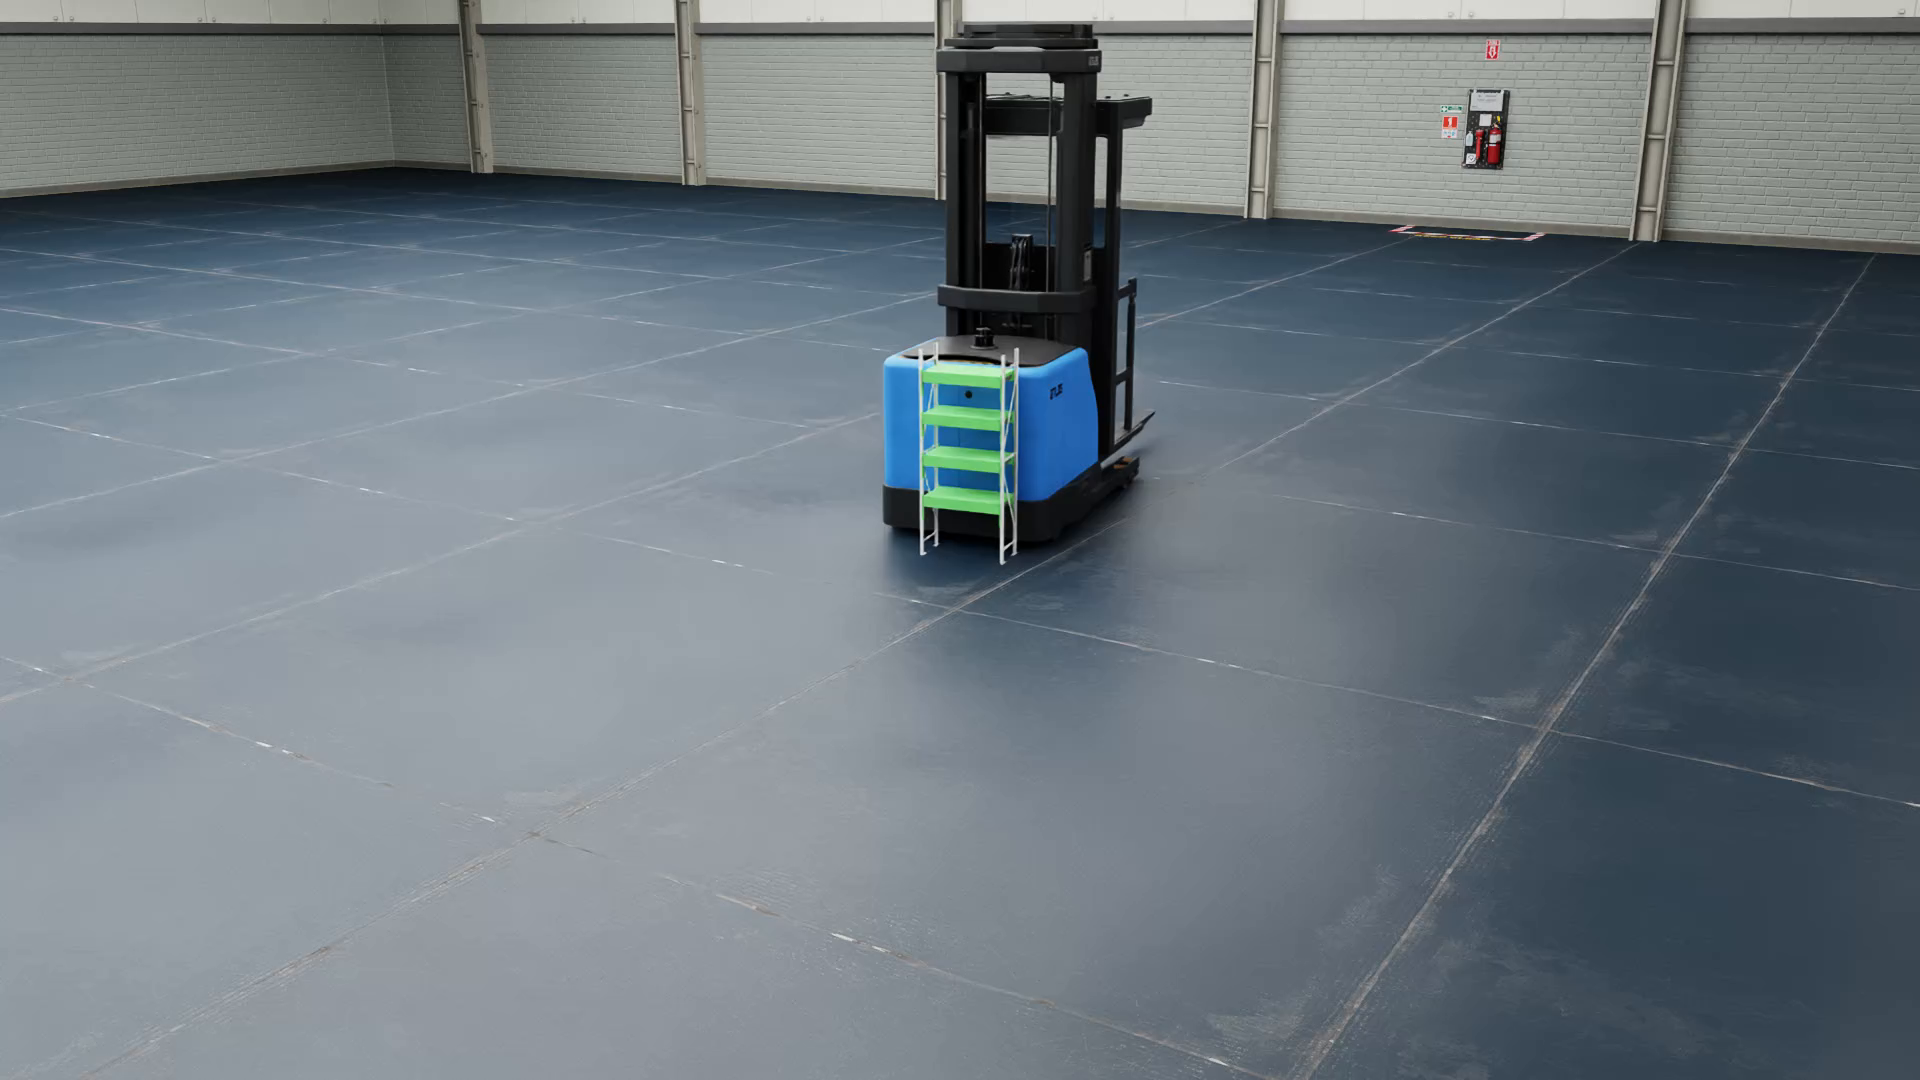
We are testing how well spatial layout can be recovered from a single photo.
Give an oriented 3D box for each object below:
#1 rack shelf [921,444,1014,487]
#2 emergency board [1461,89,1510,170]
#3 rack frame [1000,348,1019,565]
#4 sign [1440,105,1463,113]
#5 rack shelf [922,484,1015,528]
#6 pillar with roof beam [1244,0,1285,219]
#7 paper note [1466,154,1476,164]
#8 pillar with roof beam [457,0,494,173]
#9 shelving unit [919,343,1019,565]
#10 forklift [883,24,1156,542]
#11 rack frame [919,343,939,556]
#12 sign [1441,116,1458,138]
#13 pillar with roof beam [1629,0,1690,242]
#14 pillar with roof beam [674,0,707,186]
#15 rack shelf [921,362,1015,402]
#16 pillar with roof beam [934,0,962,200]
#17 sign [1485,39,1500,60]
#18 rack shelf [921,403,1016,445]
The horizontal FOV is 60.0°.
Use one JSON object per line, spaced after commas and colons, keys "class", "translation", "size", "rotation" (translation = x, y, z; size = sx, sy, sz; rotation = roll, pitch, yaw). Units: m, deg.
{"class": "rack shelf", "translation": [0.050, -0.428, 9.444], "size": [0.480, 0.148, 0.258], "rotation": [7, 18, 21]}
{"class": "emergency board", "translation": [7.934, -6.209, 25.160], "size": [0.643, 1.169, 0.194], "rotation": [10, 20, 30]}
{"class": "rack frame", "translation": [0.277, -0.463, 9.340], "size": [0.015, 1.200, 0.240], "rotation": [7, 18, 21]}
{"class": "sign", "translation": [7.516, -6.586, 25.429], "size": [0.331, 0.109, 0.001], "rotation": [10, 20, 30]}
{"class": "rack shelf", "translation": [0.050, -0.198, 9.514], "size": [0.480, 0.148, 0.258], "rotation": [7, 18, 21]}
{"class": "pillar with roof beam", "translation": [2.654, -8.540, 22.514], "size": [0.400, 9.000, 9.100], "rotation": [10, 20, 30]}
{"class": "paper note", "translation": [7.820, -5.831, 25.433], "size": [0.142, 0.148, 0.016], "rotation": [10, 20, 30]}
{"class": "pillar with roof beam", "translation": [-12.684, -11.278, 31.528], "size": [0.400, 9.000, 9.100], "rotation": [10, 20, 30]}
{"class": "shelving unit", "translation": [0.050, -0.489, 9.426], "size": [0.503, 1.200, 0.258], "rotation": [7, 18, 21]}
{"class": "forklift", "translation": [0.561, -1.777, 10.689], "size": [1.130, 2.935, 3.031], "rotation": [7, 18, 21]}
{"class": "rack frame", "translation": [-0.177, -0.515, 9.512], "size": [0.015, 1.200, 0.240], "rotation": [7, 18, 21]}
{"class": "sign", "translation": [7.517, -6.336, 25.516], "size": [0.234, 0.329, 0.001], "rotation": [10, 20, 30]}
{"class": "pillar with roof beam", "translation": [7.767, -7.628, 19.510], "size": [0.400, 9.000, 9.100], "rotation": [10, 20, 30]}
{"class": "pillar with roof beam", "translation": [-7.571, -10.366, 28.523], "size": [0.400, 9.000, 9.100], "rotation": [10, 20, 30]}
{"class": "rack shelf", "translation": [0.050, -0.887, 9.305], "size": [0.480, 0.148, 0.258], "rotation": [7, 18, 21]}
{"class": "pillar with roof beam", "translation": [-2.458, -9.453, 25.519], "size": [0.400, 9.000, 9.100], "rotation": [10, 20, 30]}
{"class": "sign", "translation": [7.980, -7.344, 24.909], "size": [0.199, 0.298, 0.001], "rotation": [10, 20, 30]}
{"class": "rack shelf", "translation": [0.050, -0.657, 9.375], "size": [0.480, 0.148, 0.258], "rotation": [7, 18, 21]}
